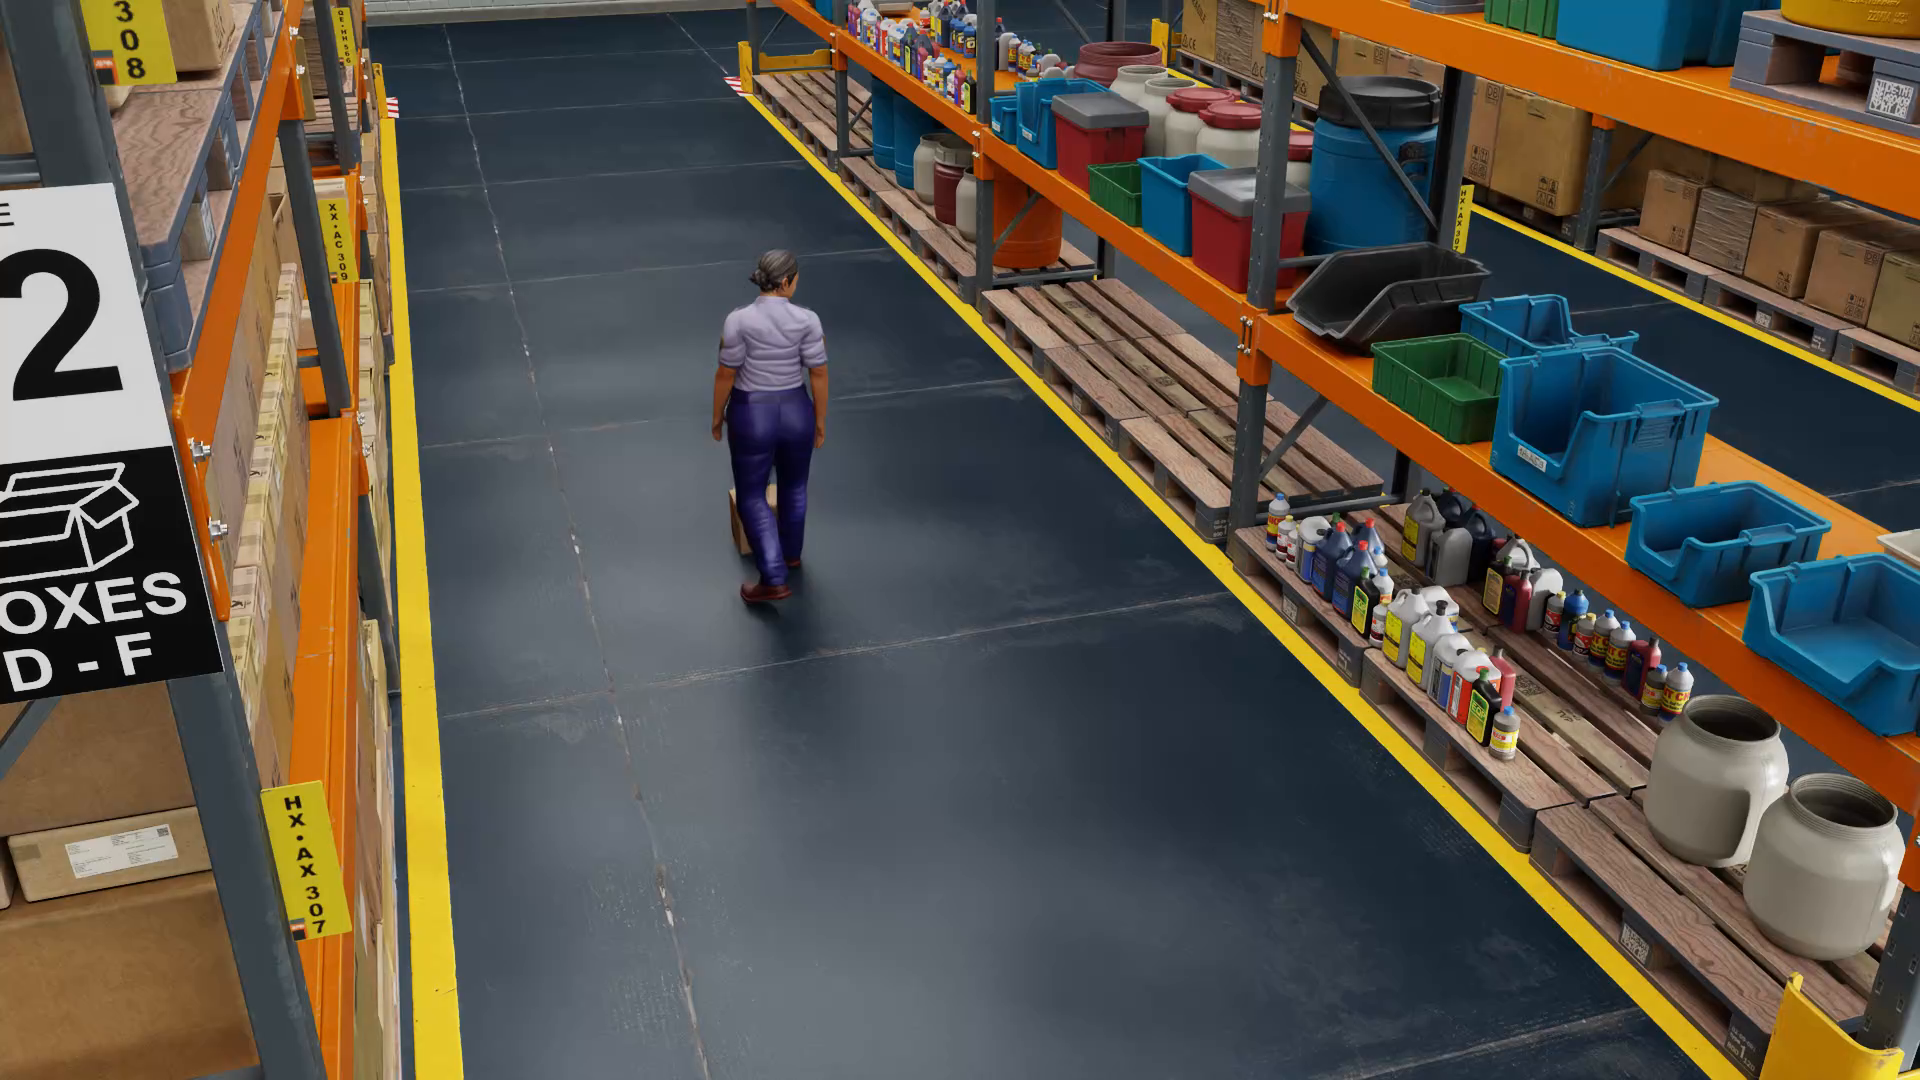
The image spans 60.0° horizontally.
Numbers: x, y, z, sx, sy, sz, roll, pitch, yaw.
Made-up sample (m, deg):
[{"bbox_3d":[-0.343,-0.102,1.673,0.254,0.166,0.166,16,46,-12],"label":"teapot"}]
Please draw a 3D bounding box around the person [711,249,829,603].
[{"bbox_3d":[-0.877,-0.546,7.699,0.509,1.630,0.740,-11,29,-21],"label":"person"}]
